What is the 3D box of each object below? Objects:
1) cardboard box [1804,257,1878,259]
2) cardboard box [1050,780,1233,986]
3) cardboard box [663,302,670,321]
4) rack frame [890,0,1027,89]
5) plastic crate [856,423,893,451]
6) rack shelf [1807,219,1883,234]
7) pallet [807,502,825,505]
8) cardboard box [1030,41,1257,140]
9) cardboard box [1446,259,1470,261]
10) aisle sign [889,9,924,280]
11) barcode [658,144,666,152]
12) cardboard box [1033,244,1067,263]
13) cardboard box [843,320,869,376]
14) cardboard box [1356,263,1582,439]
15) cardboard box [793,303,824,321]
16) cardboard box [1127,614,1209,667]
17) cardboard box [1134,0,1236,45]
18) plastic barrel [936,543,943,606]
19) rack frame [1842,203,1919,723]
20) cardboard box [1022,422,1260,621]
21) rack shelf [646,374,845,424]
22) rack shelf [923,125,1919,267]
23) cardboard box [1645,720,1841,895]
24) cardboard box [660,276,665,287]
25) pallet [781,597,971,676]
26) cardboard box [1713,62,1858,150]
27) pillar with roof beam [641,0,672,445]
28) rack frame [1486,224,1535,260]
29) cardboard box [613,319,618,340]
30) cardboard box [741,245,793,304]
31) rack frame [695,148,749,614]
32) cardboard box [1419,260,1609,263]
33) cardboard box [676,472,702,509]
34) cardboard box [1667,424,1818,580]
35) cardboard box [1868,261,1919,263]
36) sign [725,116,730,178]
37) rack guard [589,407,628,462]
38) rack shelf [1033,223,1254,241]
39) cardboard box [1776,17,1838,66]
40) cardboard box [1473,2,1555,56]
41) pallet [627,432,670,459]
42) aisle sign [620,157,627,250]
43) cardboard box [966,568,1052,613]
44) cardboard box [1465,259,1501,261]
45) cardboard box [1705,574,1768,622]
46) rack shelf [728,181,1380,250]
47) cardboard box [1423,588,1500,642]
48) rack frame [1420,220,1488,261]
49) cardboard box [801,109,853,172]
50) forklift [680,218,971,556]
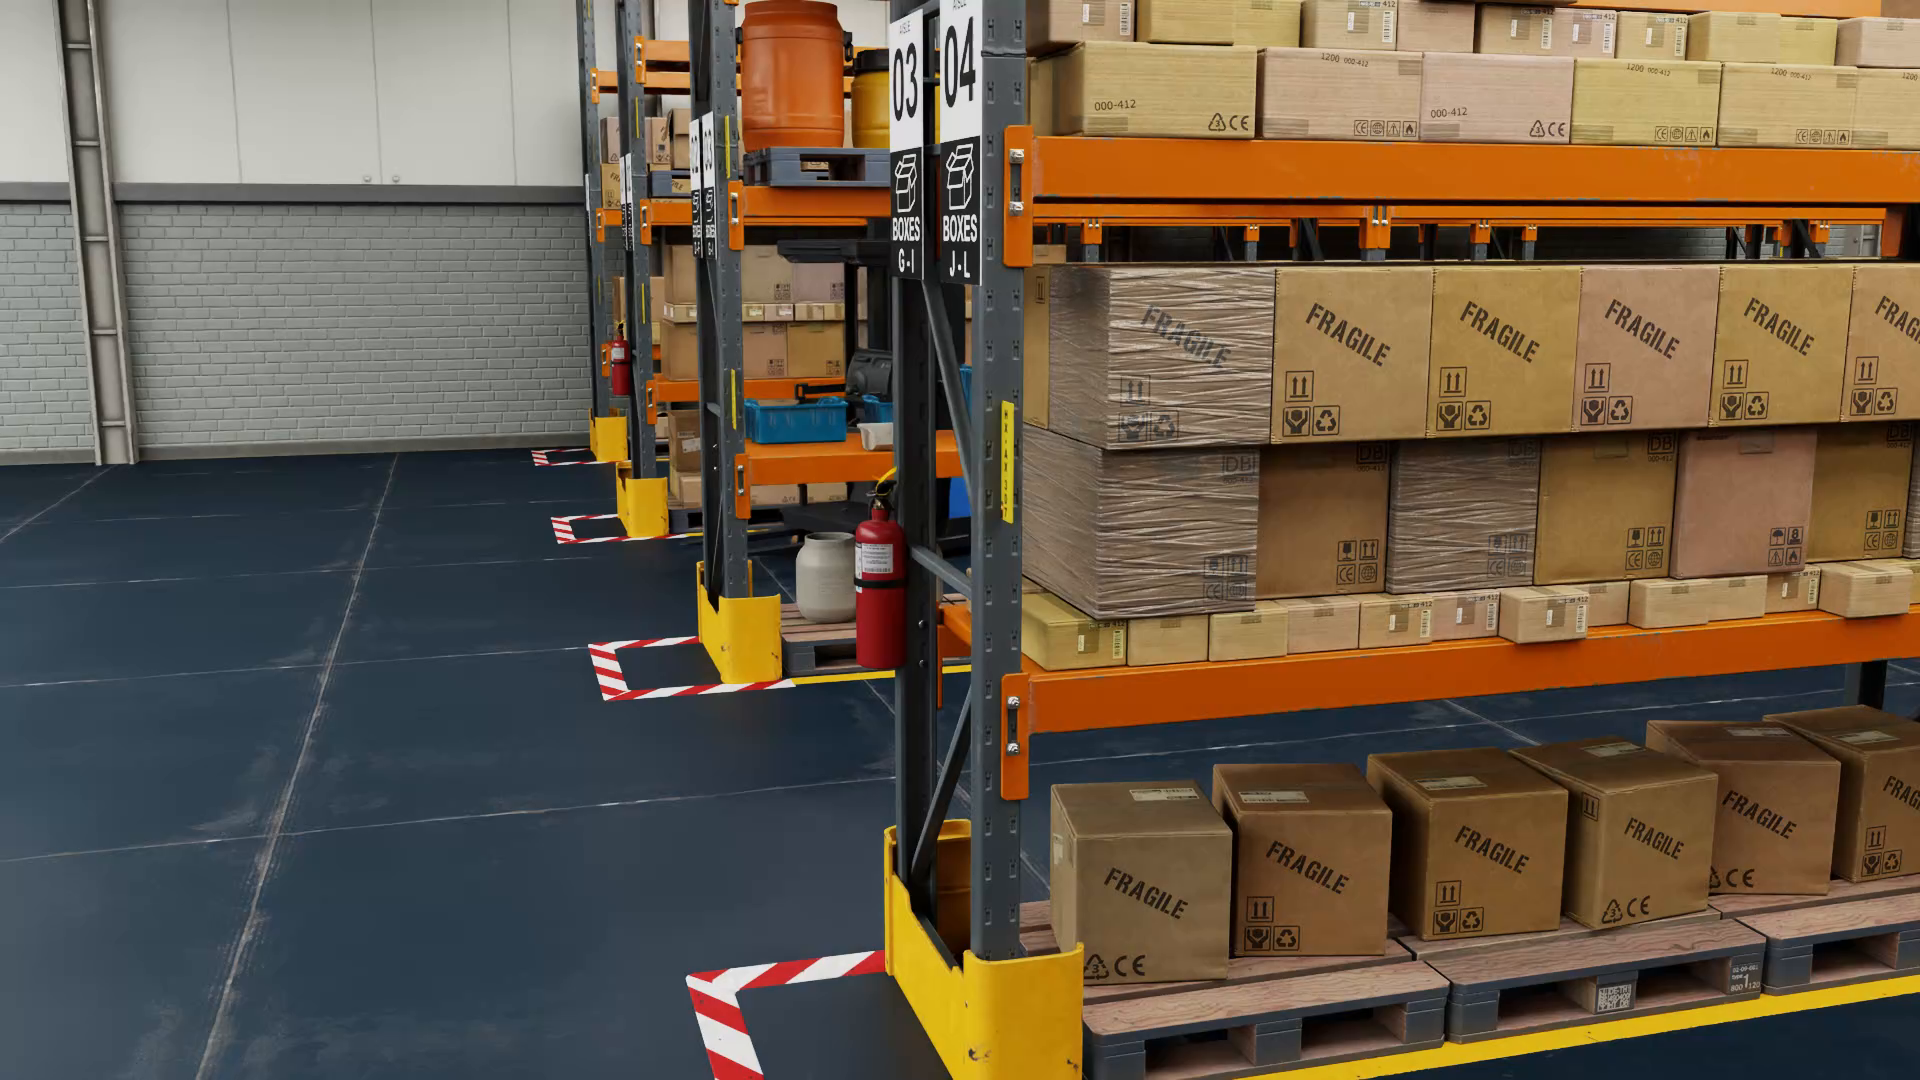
[{"bbox_3d":[9.264,-2.727,17.534,0.500,0.500,0.500,-3,11,-14],"label":"cardboard box"},{"bbox_3d":[0.581,1.113,5.460,0.500,0.500,0.500,-1,10,-5],"label":"cardboard box"},{"bbox_3d":[-2.475,-2.024,14.689,0.250,0.149,0.380,-3,11,-17],"label":"cardboard box"},{"bbox_3d":[-0.024,-2.832,4.573,0.127,3.000,1.000,-3,11,-16],"label":"rack frame"},{"bbox_3d":[-0.459,-0.602,9.759,0.250,0.136,0.298,-3,11,-16],"label":"plastic crate"},{"bbox_3d":[8.193,-2.370,12.335,4.000,0.370,1.077,-3,11,-16],"label":"rack shelf"},{"bbox_3d":[-0.897,-0.339,15.305,1.213,0.211,1.003,-3,11,-16],"label":"pallet"},{"bbox_3d":[0.511,-1.262,4.746,0.500,0.250,0.500,-3,11,-14],"label":"cardboard box"},{"bbox_3d":[6.474,-3.553,21.840,0.500,0.250,0.500,-3,11,-15],"label":"cardboard box"},{"bbox_3d":[-0.167,-1.209,5.147,0.004,0.787,0.394,-3,11,-16],"label":"aisle sign"},{"bbox_3d":[-2.634,-3.463,14.686,0.075,0.075,0.001,-3,11,-16],"label":"barcode"},{"bbox_3d":[0.627,-2.470,15.317,0.500,0.500,0.700,-3,11,-16],"label":"cardboard box"},{"bbox_3d":[-0.852,-1.753,15.007,0.500,0.500,0.700,-3,11,-14],"label":"cardboard box"},{"bbox_3d":[1.542,-0.598,5.153,0.500,0.500,0.500,-3,11,-16],"label":"cardboard box"},{"bbox_3d":[-1.361,-2.007,14.593,0.250,0.149,0.380,-3,11,-18],"label":"cardboard box"},{"bbox_3d":[0.562,0.260,5.043,0.250,0.149,0.380,-3,11,-16],"label":"cardboard box"},{"bbox_3d":[0.581,-1.449,4.659,0.250,0.149,0.380,-3,11,-15],"label":"cardboard box"},{"bbox_3d":[-0.316,0.203,10.371,0.421,0.512,0.421,0,10,0],"label":"plastic barrel"},{"bbox_3d":[3.817,-0.084,6.216,0.127,3.000,1.000,-3,11,-16],"label":"rack frame"},{"bbox_3d":[0.512,-0.100,5.205,0.500,0.500,0.875,-3,11,-16],"label":"cardboard box"},{"bbox_3d":[-0.869,-1.351,15.086,4.000,0.370,1.077,-3,11,-16],"label":"rack shelf"},{"bbox_3d":[1.897,-1.104,5.459,4.000,0.370,1.077,-3,11,-16],"label":"rack shelf"},{"bbox_3d":[2.874,0.983,6.167,0.500,0.500,0.500,0,10,2],"label":"cardboard box"},{"bbox_3d":[-3.157,-2.764,19.066,0.500,0.500,0.500,-3,11,-16],"label":"cardboard box"},{"bbox_3d":[-0.567,0.577,10.329,1.213,0.211,1.003,-3,11,-16],"label":"pallet"},{"bbox_3d":[2.460,-1.365,5.307,0.500,0.250,0.500,-3,11,-16],"label":"cardboard box"},{"bbox_3d":[-2.544,-4.852,15.549,0.400,9.000,9.100,-3,11,-16],"label":"pillar with roof beam"},{"bbox_3d":[7.345,-3.072,22.447,0.127,3.000,1.000,-3,11,-16],"label":"rack frame"},{"bbox_3d":[-3.783,-2.458,19.471,0.500,0.250,0.500,-3,11,-15],"label":"cardboard box"},{"bbox_3d":[-1.783,-2.342,14.625,0.500,0.500,0.700,-3,11,-17],"label":"cardboard box"},{"bbox_3d":[-1.408,-0.742,9.793,0.127,3.000,1.000,-3,11,-16],"label":"rack frame"},{"bbox_3d":[1.877,-0.714,5.782,0.500,0.500,0.500,-3,11,-16],"label":"cardboard box"},{"bbox_3d":[-2.212,-0.446,14.620,0.500,0.250,0.500,-3,11,-16],"label":"cardboard box"},{"bbox_3d":[2.426,-0.205,5.778,0.500,0.500,0.875,-3,11,-16],"label":"cardboard box"},{"bbox_3d":[3.462,-0.700,5.706,0.500,0.500,0.500,-3,11,-16],"label":"cardboard box"},{"bbox_3d":[-1.258,-2.126,9.000,0.005,0.325,0.100,-3,11,-16],"label":"sign"},{"bbox_3d":[-4.104,-1.239,19.395,0.348,0.500,1.175,-3,11,-16],"label":"rack guard"},{"bbox_3d":[1.584,-3.889,20.591,4.000,0.370,1.077,-3,11,-16],"label":"rack shelf"},{"bbox_3d":[2.561,-1.570,5.320,0.250,0.149,0.380,-3,11,-14],"label":"cardboard box"},{"bbox_3d":[1.564,-1.512,5.005,0.250,0.149,0.380,-4,11,-19],"label":"cardboard box"},{"bbox_3d":[-3.314,-1.132,19.611,1.213,0.211,1.003,-3,11,-16],"label":"pallet"},{"bbox_3d":[-2.934,-2.930,14.495,0.004,0.787,0.394,-3,11,-16],"label":"aisle sign"},{"bbox_3d":[0.192,0.192,5.412,0.250,0.149,0.380,-3,11,-16],"label":"cardboard box"},{"bbox_3d":[6.968,-3.578,21.971,0.500,0.250,0.500,-3,11,-15],"label":"cardboard box"},{"bbox_3d":[2.479,0.157,5.605,0.250,0.149,0.380,-3,11,-16],"label":"cardboard box"},{"bbox_3d":[0.512,-1.965,10.136,4.000,0.370,1.077,-3,11,-16],"label":"rack shelf"},{"bbox_3d":[1.515,0.205,5.342,0.250,0.149,0.380,-3,11,-16],"label":"cardboard box"},{"bbox_3d":[4.892,-2.008,16.671,0.127,3.000,1.000,-3,11,-16],"label":"rack frame"},{"bbox_3d":[-1.118,-3.440,14.339,0.500,0.500,0.500,-3,11,-16],"label":"cardboard box"},{"bbox_3d":[-0.758,-1.326,13.151,3.031,2.935,1.130,-9,13,-39],"label":"forklift"}]
